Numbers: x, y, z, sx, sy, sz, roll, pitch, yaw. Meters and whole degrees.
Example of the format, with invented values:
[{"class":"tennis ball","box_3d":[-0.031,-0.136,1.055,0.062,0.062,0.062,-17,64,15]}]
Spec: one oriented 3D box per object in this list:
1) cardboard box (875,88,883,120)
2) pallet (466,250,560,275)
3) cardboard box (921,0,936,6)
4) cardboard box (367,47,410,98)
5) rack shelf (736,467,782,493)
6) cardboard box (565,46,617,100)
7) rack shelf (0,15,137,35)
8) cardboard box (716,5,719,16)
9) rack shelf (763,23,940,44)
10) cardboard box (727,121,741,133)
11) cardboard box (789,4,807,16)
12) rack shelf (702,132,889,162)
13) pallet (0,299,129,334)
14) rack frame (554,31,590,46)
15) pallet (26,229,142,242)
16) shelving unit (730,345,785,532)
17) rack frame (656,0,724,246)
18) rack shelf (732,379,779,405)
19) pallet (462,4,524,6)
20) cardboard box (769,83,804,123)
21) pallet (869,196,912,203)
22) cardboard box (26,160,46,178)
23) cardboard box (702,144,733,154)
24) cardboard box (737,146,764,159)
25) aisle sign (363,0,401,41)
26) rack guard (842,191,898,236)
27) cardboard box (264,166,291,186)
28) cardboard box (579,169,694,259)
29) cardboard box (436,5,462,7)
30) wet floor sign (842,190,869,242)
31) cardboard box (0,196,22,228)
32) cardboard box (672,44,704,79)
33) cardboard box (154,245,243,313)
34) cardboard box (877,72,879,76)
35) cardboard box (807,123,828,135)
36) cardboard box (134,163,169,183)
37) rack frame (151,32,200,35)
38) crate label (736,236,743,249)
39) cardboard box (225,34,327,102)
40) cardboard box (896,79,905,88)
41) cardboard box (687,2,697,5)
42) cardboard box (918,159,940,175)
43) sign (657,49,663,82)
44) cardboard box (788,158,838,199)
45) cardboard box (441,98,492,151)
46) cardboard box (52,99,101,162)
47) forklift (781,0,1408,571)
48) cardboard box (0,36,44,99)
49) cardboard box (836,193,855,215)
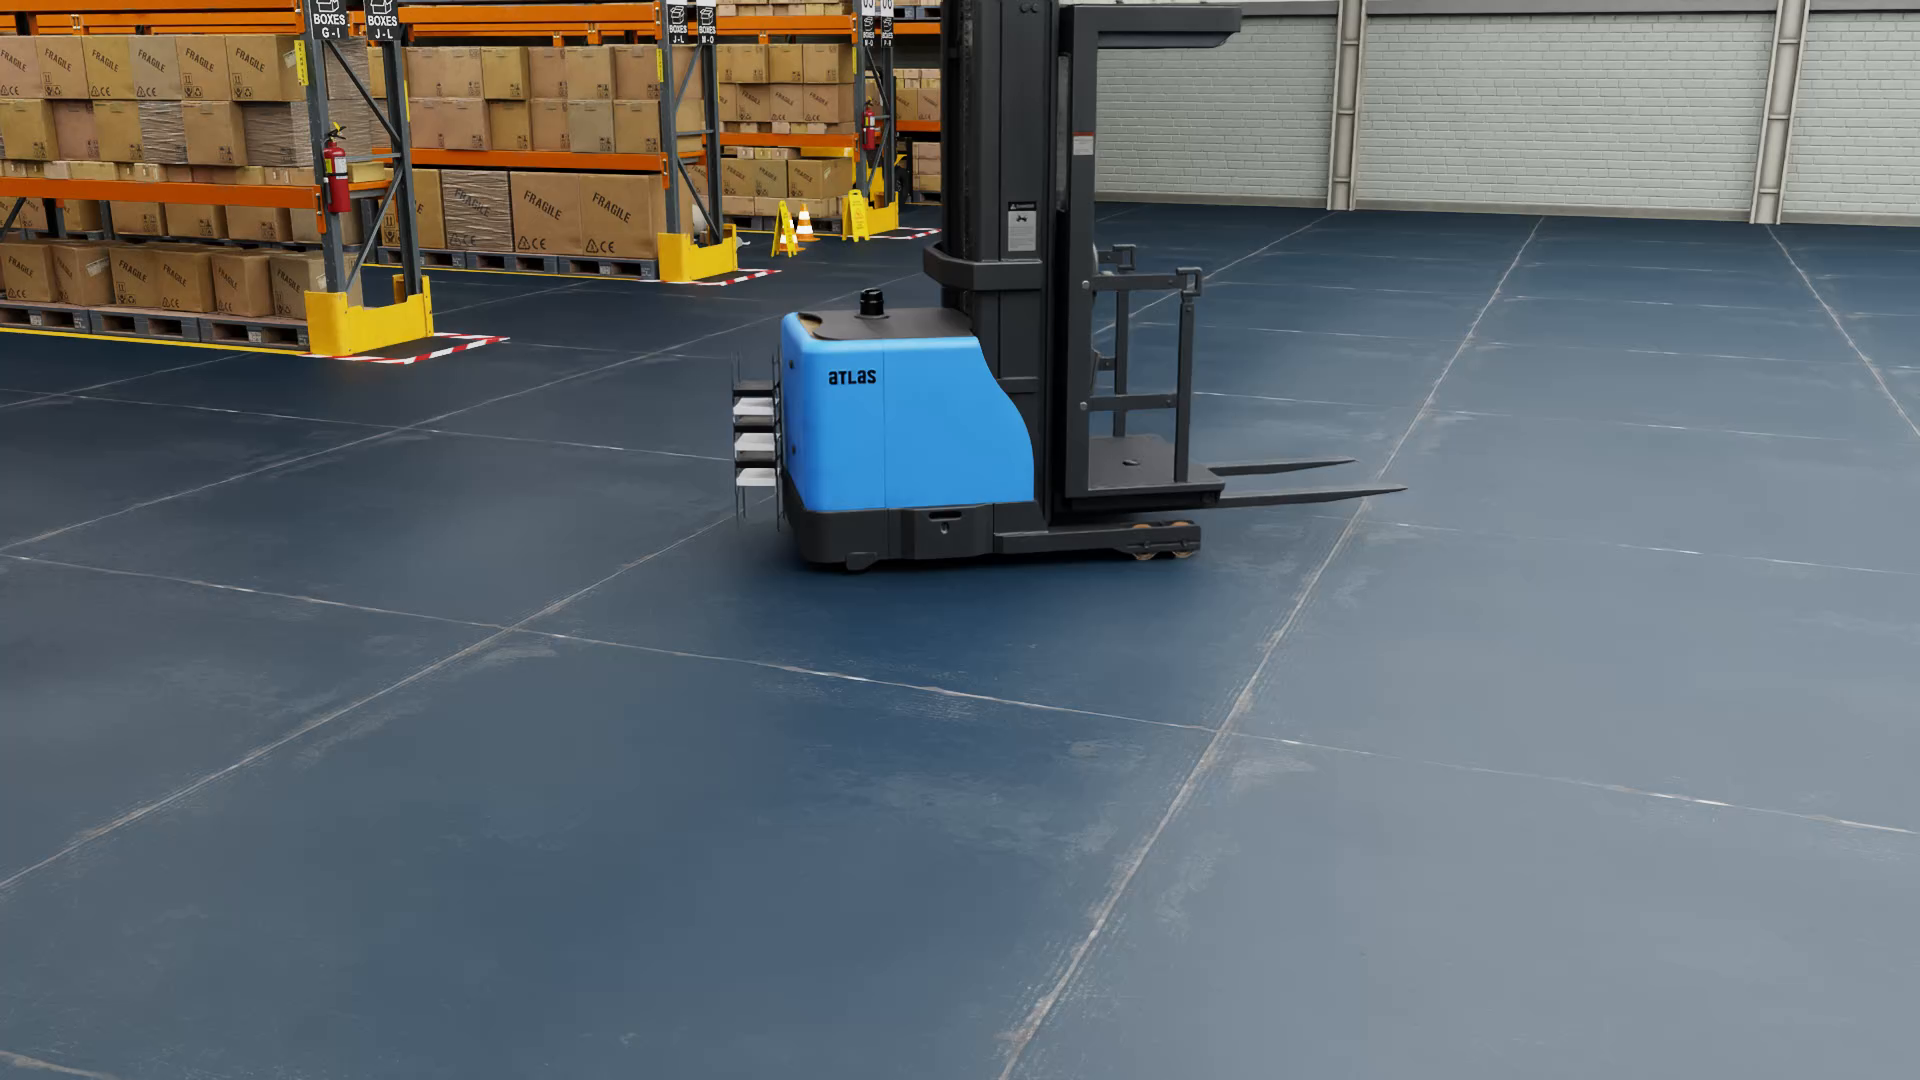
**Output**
[{"class":"cardboard box","box_3d":[-1.301,-7.097,27.059,0.500,0.500,0.500,6,17,21]},{"class":"pallet","box_3d":[-4.762,-3.176,18.734,1.213,0.211,1.003,6,17,21]},{"class":"cardboard box","box_3d":[-0.437,-8.568,26.234,0.258,0.266,0.396,6,17,21]},{"class":"cardboard box","box_3d":[-6.249,-5.281,18.780,0.550,0.550,0.875,6,17,21]},{"class":"rack shelf","box_3d":[-1.008,-0.302,8.364,0.200,0.077,0.258,0,16,2]},{"class":"cardboard box","box_3d":[-3.735,-4.999,17.808,0.550,0.550,0.875,6,17,21]},{"class":"rack shelf","box_3d":[-12.161,-6.446,20.908,4.000,0.370,1.077,6,17,21]},{"class":"cardboard box","box_3d":[-3.221,-7.098,22.312,0.250,0.149,0.380,6,17,21]},{"class":"rack shelf","box_3d":[-1.179,-8.210,26.983,4.000,0.370,1.077,6,17,21]},{"class":"cardboard box","box_3d":[-2.978,-5.646,22.692,0.250,0.149,0.380,6,17,21]},{"class":"cardboard box","box_3d":[-2.049,-6.959,21.835,0.250,0.149,0.380,7,18,22]},{"class":"rack shelf","box_3d":[-2.997,-5.481,22.965,4.000,0.370,1.077,6,17,21]},{"class":"pallet","box_3d":[-7.856,-2.063,14.900,1.213,0.211,1.003,6,17,21]},{"class":"rack frame","box_3d":[-6.761,-7.728,29.415,0.127,3.000,1.000,6,17,21]},{"class":"pallet","box_3d":[-11.027,-3.888,21.187,1.213,0.211,1.003,6,17,21]},{"class":"shelving unit","box_3d":[-1.008,-0.507,8.304,0.210,0.900,0.258,0,16,2]},{"class":"rack frame","box_3d":[-2.859,-4.328,17.702,0.127,3.000,1.000,6,17,21]},{"class":"rack shelf","box_3d":[-1.008,-0.734,8.238,0.200,0.077,0.258,0,16,2]},{"class":"pallet","box_3d":[-6.359,-7.578,23.853,1.003,0.211,1.213,6,17,21]},{"class":"cardboard box","box_3d":[-2.207,-5.850,22.230,0.500,0.500,0.500,6,17,21]},{"class":"pallet","box_3d":[-1.177,-5.764,27.648,1.213,0.211,1.003,6,17,21]},{"class":"cardboard box","box_3d":[-7.698,-3.170,14.164,0.250,0.149,0.380,6,17,21]},{"class":"cardboard box","box_3d":[-4.248,-6.512,28.732,0.625,0.625,0.875,6,17,20]},{"class":"cardboard box","box_3d":[-2.821,-5.264,22.594,0.250,0.149,0.380,7,18,23]},{"class":"aisle sign","box_3d":[-4.605,-4.372,13.191,0.004,0.787,0.394,6,17,21]},{"class":"rack guard","box_3d":[-1.207,-4.430,22.535,0.348,0.500,1.175,6,17,21]},{"class":"cardboard box","box_3d":[-5.346,-2.933,13.347,0.250,0.149,0.380,6,17,21]},{"class":"cardboard box","box_3d":[-3.514,-3.562,18.120,0.875,0.875,0.875,6,17,21]},{"class":"cardboard box","box_3d":[-7.149,-7.782,24.035,0.637,0.503,0.797,6,17,21]},{"class":"wet floor sign","box_3d":[-1.353,-4.195,21.466,0.232,0.644,0.267,14,21,40]},{"class":"cardboard box","box_3d":[-11.989,-4.251,21.168,0.500,0.500,0.500,5,17,18]},{"class":"cardboard box","box_3d":[-3.604,-6.485,22.625,0.500,0.500,0.700,6,17,19]},{"class":"cardboard box","box_3d":[-6.492,-2.243,14.249,0.500,0.500,0.500,8,18,26]},{"class":"cardboard box","box_3d":[-1.158,-7.550,26.923,0.250,0.149,0.380,7,17,21]},{"class":"cardboard box","box_3d":[-1.839,-5.482,22.126,0.250,0.149,0.380,6,17,20]},{"class":"cardboard box","box_3d":[-6.548,-3.033,13.693,0.250,0.149,0.380,6,17,21]},{"class":"rack frame","box_3d":[-12.300,-6.850,26.389,0.127,3.000,1.000,6,17,21]},{"class":"crate label","box_3d":[-2.855,-3.699,20.669,0.298,0.136,0.250,-2,16,-8]},{"class":"cardboard box","box_3d":[-5.375,-3.715,13.085,0.500,0.500,0.500,6,17,21]},{"class":"cardboard box","box_3d":[-0.947,-7.357,26.794,0.250,0.149,0.380,6,17,21]},{"class":"cardboard box","box_3d":[-3.604,-7.322,22.370,0.500,0.250,0.500,6,17,21]},{"class":"cardboard box","box_3d":[-0.349,-6.054,26.930,0.500,0.250,0.500,6,17,20]},{"class":"sign","box_3d":[-3.071,-4.859,17.028,0.005,0.325,0.100,6,17,21]},{"class":"cardboard box","box_3d":[-1.978,-4.878,22.430,0.500,0.500,0.500,6,17,21]},{"class":"cardboard box","box_3d":[-5.253,-4.639,18.503,0.550,0.550,0.875,6,17,21]},{"class":"cardboard box","box_3d":[-7.144,-3.505,14.153,0.500,0.500,0.875,6,17,21]},{"class":"forklift","box_3d":[0.679,-1.456,7.933,3.031,2.935,1.130,-3,17,-11]},{"class":"cardboard box","box_3d":[-7.703,-3.970,13.961,0.500,0.500,0.500,6,17,21]},{"class":"cardboard box","box_3d":[-1.786,-4.658,23.016,0.500,0.250,0.500,6,17,20]}]
